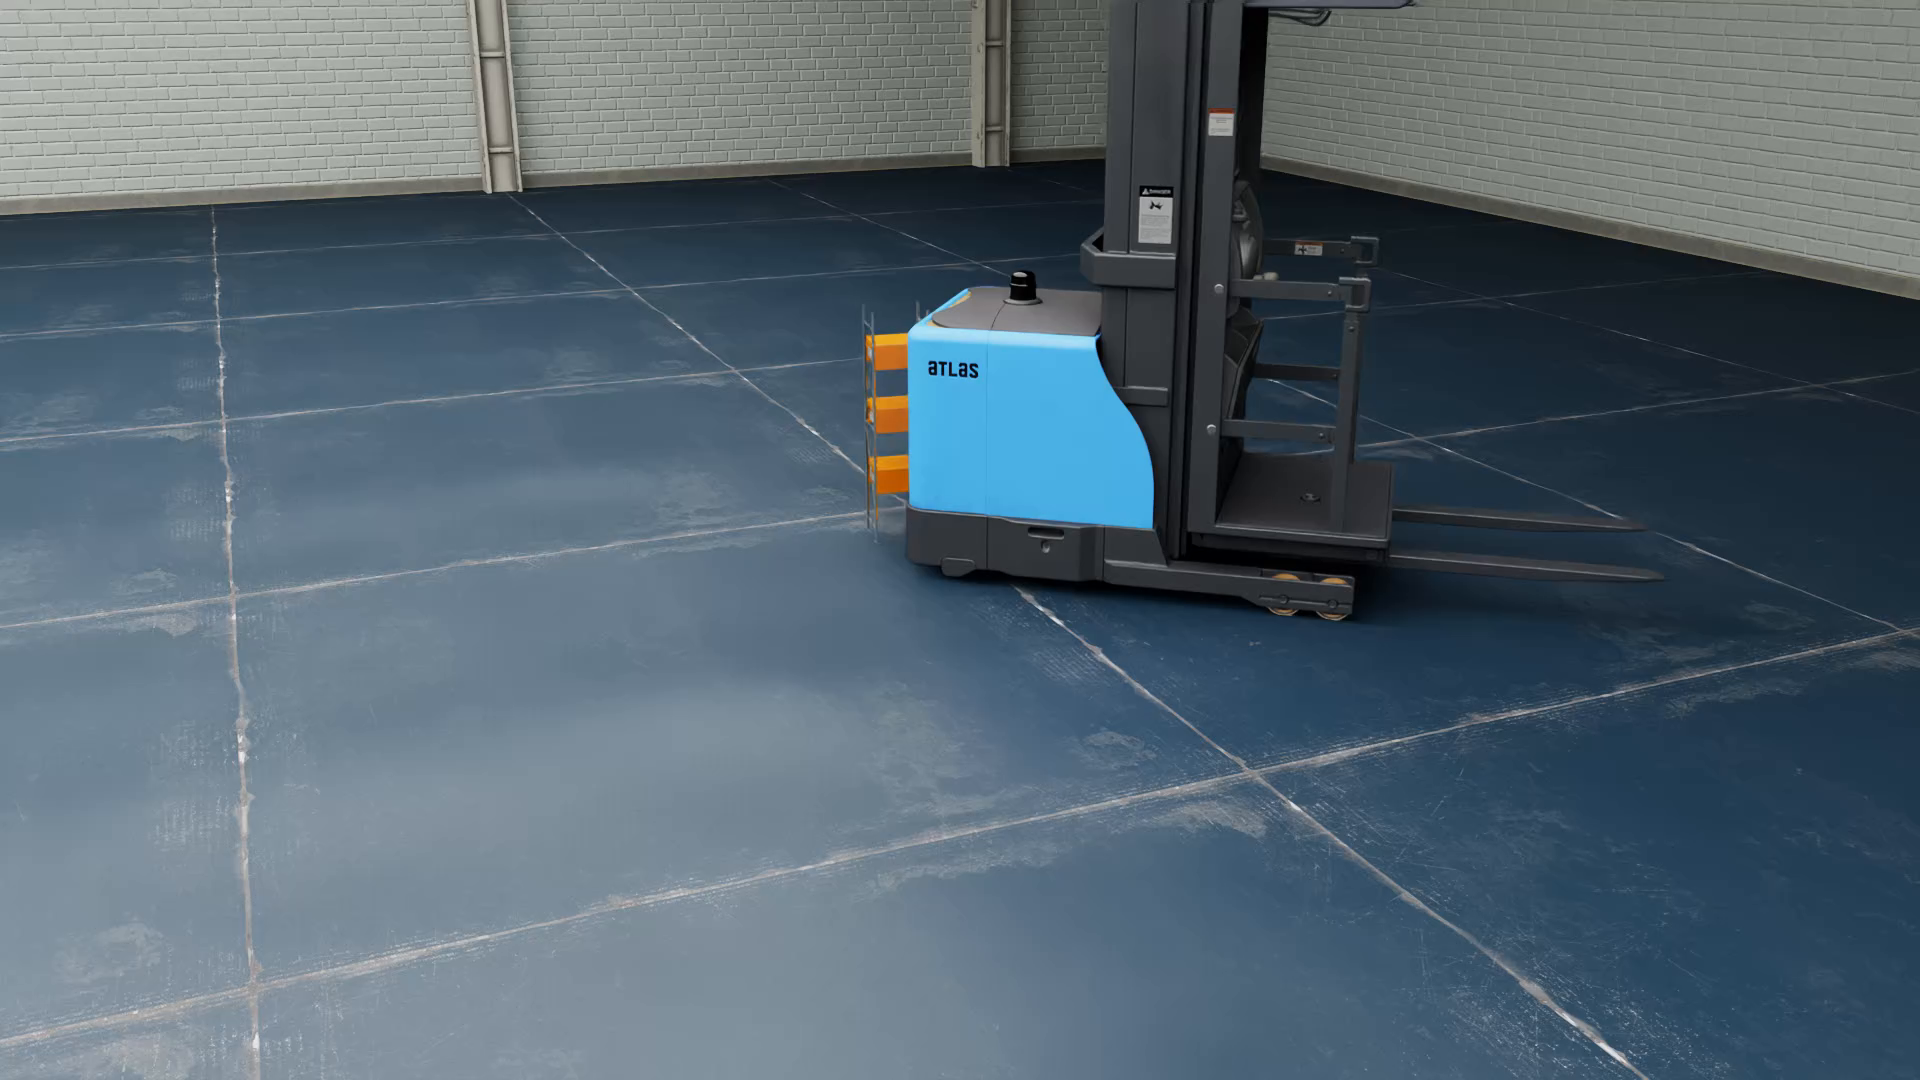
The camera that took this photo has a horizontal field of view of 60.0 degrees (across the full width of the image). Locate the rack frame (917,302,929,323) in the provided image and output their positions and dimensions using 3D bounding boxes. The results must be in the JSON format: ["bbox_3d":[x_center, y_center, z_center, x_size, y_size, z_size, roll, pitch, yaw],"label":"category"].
[{"bbox_3d":[-0.162,-0.528,7.440,0.008,1.050,0.200,-5,20,-14],"label":"rack frame"}]

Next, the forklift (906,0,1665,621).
[{"bbox_3d":[1.346,-1.258,6.682,3.031,2.935,1.130,5,20,14],"label":"forklift"}]

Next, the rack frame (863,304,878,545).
[{"bbox_3d":[-0.398,-0.507,7.381,0.008,1.050,0.200,-5,20,-14],"label":"rack frame"}]

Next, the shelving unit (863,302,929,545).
[{"bbox_3d":[-0.280,-0.517,7.410,0.252,1.050,0.215,-5,20,-14],"label":"shelving unit"}]

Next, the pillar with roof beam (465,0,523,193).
[{"bbox_3d":[-3.420,-6.851,13.429,0.400,9.000,9.100,-8,21,-22],"label":"pillar with roof beam"}]

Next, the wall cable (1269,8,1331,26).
[{"bbox_3d":[3.612,-7.472,19.870,0.112,2.526,3.097,-8,21,-22],"label":"wall cable"}]

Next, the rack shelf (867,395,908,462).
[{"bbox_3d":[-0.280,-0.507,7.414,0.240,0.259,0.215,-5,20,-14],"label":"rack shelf"}]

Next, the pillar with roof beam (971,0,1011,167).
[{"bbox_3d":[2.089,-7.640,15.670,0.400,9.000,9.100,-8,21,-22],"label":"pillar with roof beam"}]

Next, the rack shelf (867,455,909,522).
[{"bbox_3d":[-0.280,-0.245,7.506,0.240,0.259,0.215,-5,20,-14],"label":"rack shelf"}]

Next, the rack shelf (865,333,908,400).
[{"bbox_3d":[-0.280,-0.775,7.320,0.240,0.259,0.215,-5,20,-14],"label":"rack shelf"}]
